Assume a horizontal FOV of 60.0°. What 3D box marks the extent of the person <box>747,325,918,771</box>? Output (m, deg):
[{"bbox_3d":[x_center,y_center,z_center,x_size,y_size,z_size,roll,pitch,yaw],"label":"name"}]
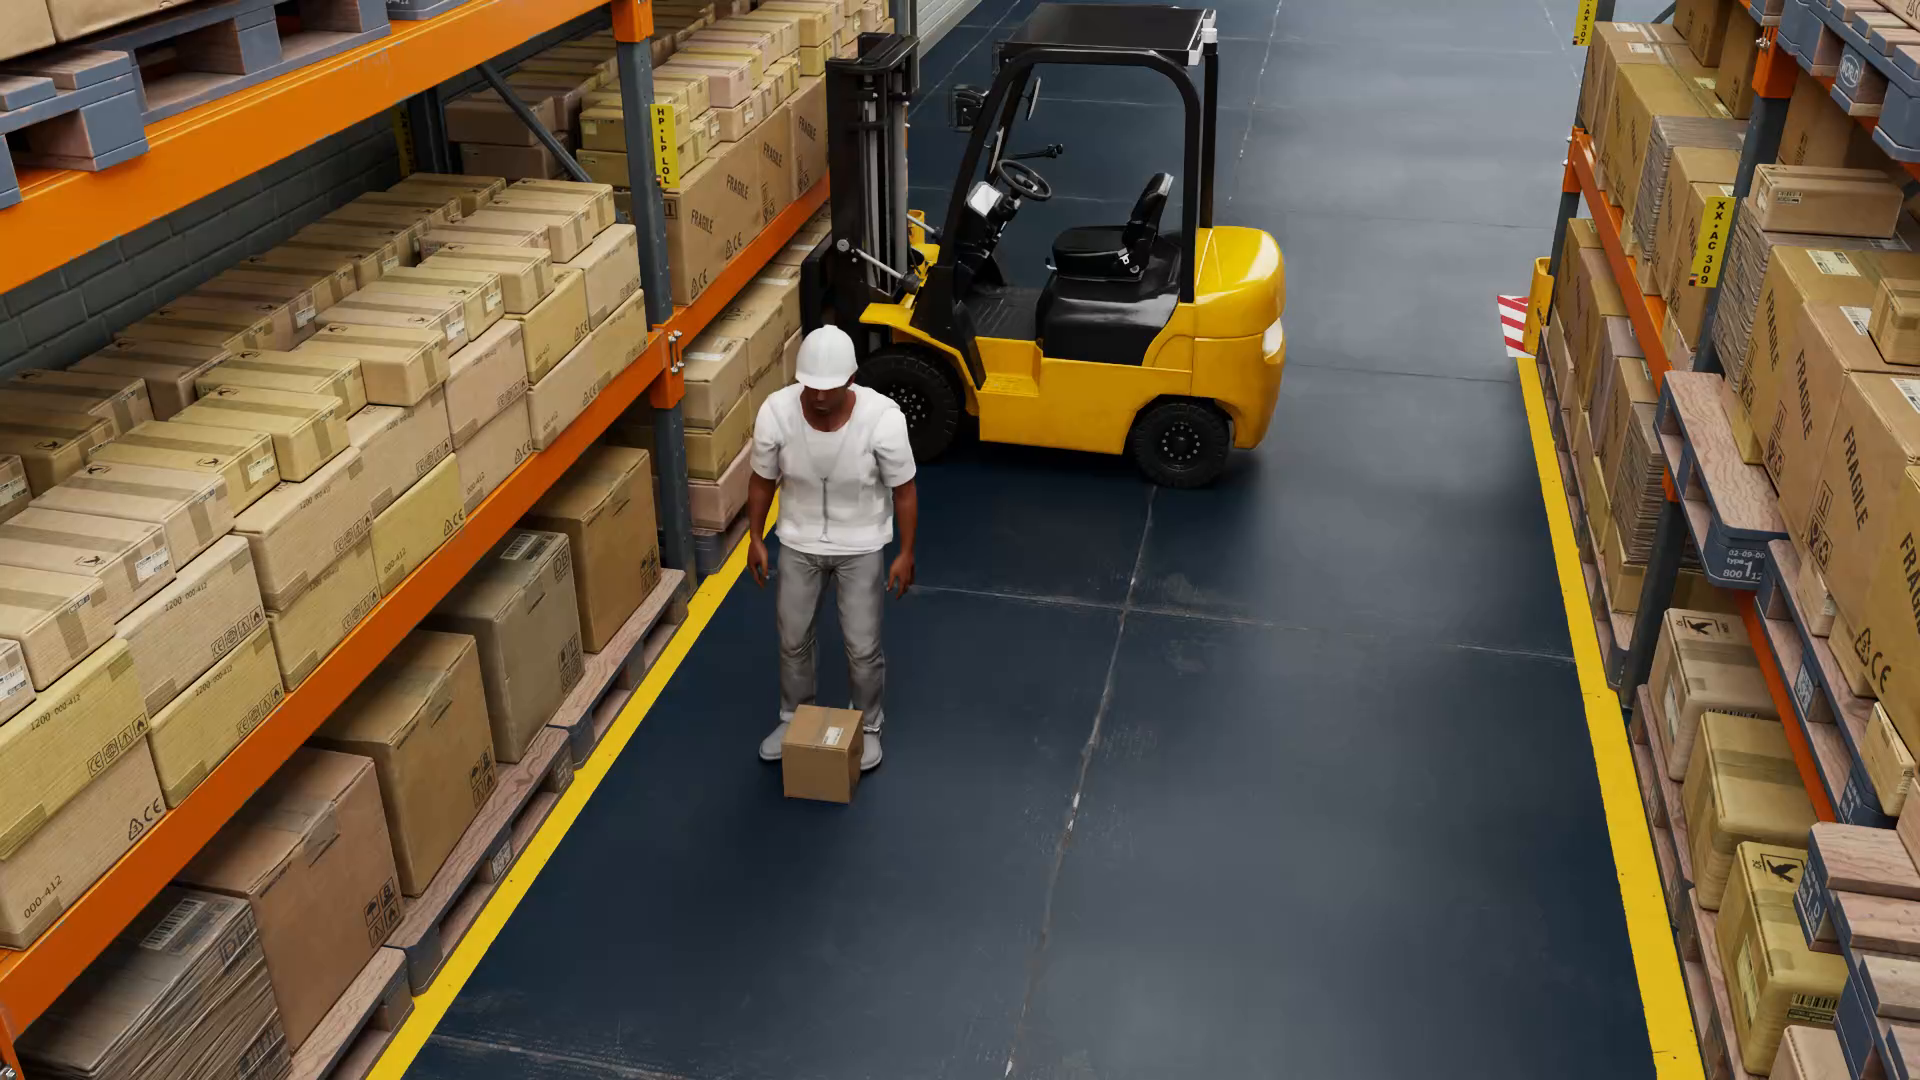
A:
[{"bbox_3d":[-0.471,0.032,6.053,0.625,1.755,0.460,4,29,8],"label":"person"}]
